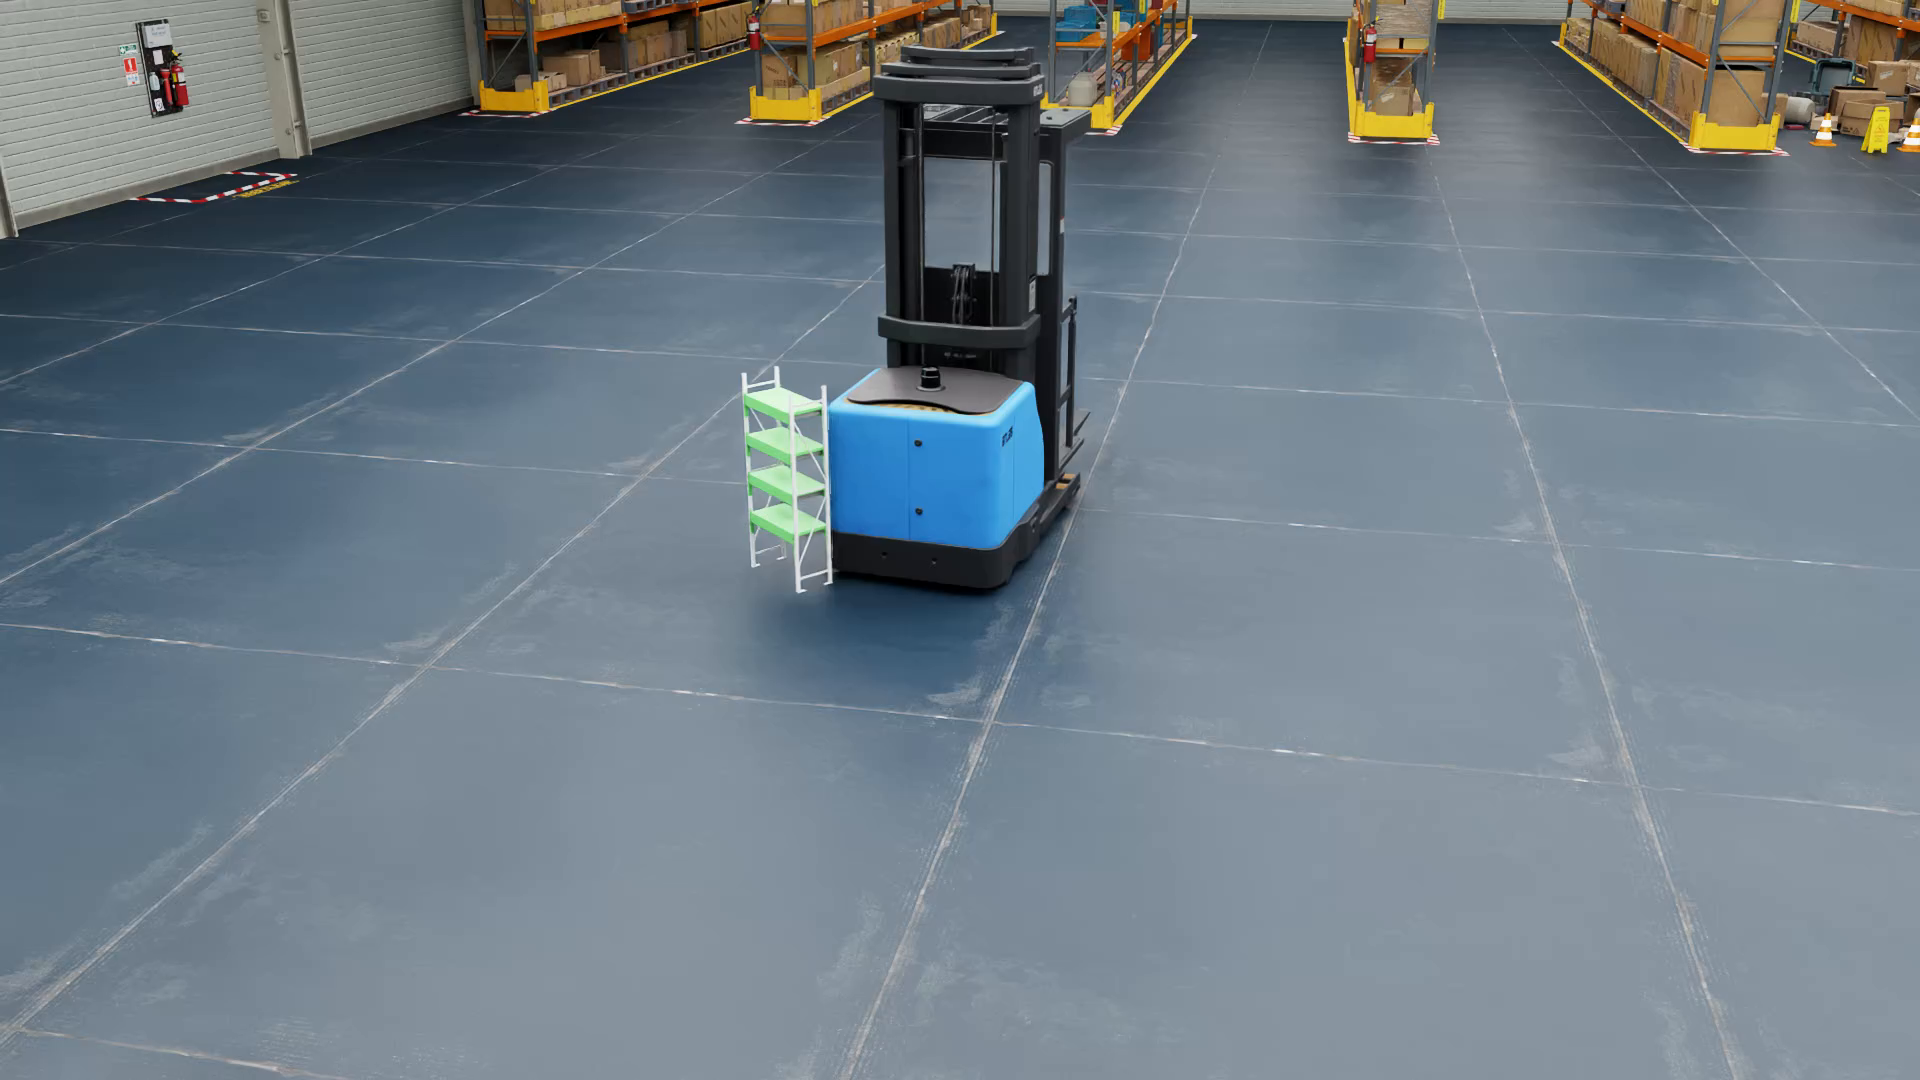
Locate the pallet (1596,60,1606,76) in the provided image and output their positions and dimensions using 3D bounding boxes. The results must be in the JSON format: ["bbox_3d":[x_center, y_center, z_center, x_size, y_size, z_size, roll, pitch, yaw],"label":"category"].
[{"bbox_3d":[13.661,-9.678,34.102,1.003,0.211,1.213,4,22,11],"label":"pallet"}]

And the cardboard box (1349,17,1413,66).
[{"bbox_3d":[8.575,-10.116,33.739,1.225,0.875,0.875,3,22,8],"label":"cardboard box"}]

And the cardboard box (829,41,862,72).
[{"bbox_3d":[-2.094,-8.849,30.425,0.500,0.500,0.500,4,22,11],"label":"cardboard box"}]

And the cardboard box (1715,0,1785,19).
[{"bbox_3d":[11.730,-8.019,24.602,0.875,0.550,0.550,4,22,11],"label":"cardboard box"}]

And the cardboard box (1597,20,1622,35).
[{"bbox_3d":[13.549,-10.642,34.543,0.500,0.250,0.500,5,22,12],"label":"cardboard box"}]

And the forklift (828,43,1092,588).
[{"bbox_3d":[0.167,-1.605,10.415,1.130,2.935,3.031,7,23,16],"label":"forklift"}]

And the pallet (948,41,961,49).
[{"bbox_3d":[-0.596,-11.282,38.084,1.003,0.211,1.213,4,22,11],"label":"pallet"}]

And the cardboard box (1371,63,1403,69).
[{"bbox_3d":[7.477,-8.085,29.198,0.500,0.500,0.500,4,22,9],"label":"cardboard box"}]

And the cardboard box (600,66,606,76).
[{"bbox_3d":[-7.030,-9.018,31.934,0.380,0.166,0.250,2,22,4],"label":"cardboard box"}]

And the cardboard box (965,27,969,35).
[{"bbox_3d":[-0.003,-12.220,39.883,0.380,0.166,0.250,4,22,11],"label":"cardboard box"}]

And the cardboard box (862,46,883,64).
[{"bbox_3d":[-1.772,-9.262,31.703,0.500,0.311,0.500,5,22,11],"label":"cardboard box"}]

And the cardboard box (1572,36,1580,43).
[{"bbox_3d":[14.189,-11.409,37.920,0.380,0.149,0.250,3,22,8],"label":"cardboard box"}]

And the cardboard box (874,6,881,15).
[{"bbox_3d":[-1.719,-10.142,31.857,0.380,0.149,0.250,4,22,11],"label":"cardboard box"}]

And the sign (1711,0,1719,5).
[{"bbox_3d":[11.088,-8.009,24.357,0.100,0.325,0.005,4,22,11],"label":"sign"}]

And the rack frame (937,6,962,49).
[{"bbox_3d":[-0.467,-12.876,38.309,1.000,3.000,0.127,4,22,11],"label":"rack frame"}]

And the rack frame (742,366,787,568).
[{"bbox_3d":[-1.148,-0.421,9.793,0.240,1.200,0.015,-16,27,-35],"label":"rack frame"}]

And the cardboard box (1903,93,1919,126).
[{"bbox_3d":[15.748,-6.991,27.041,0.500,0.500,0.500,-16,27,-35],"label":"cardboard box"}]

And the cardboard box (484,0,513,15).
[{"bbox_3d":[-7.878,-9.339,28.698,0.500,0.500,0.500,4,22,10],"label":"cardboard box"}]

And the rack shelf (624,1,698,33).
[{"bbox_3d":[-6.542,-10.724,33.929,1.077,0.370,4.000,4,22,11],"label":"rack shelf"}]

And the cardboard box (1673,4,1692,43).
[{"bbox_3d":[12.053,-8.321,26.798,0.875,0.550,0.550,4,22,11],"label":"cardboard box"}]

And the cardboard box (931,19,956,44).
[{"bbox_3d":[-0.397,-11.538,37.744,0.500,0.500,0.500,5,22,11],"label":"cardboard box"}]

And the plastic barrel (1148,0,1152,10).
[{"bbox_3d":[3.564,-10.693,32.740,0.421,0.512,0.421,0,22,0],"label":"plastic barrel"}]

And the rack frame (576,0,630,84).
[{"bbox_3d":[-6.950,-10.326,31.978,1.000,3.000,0.127,4,22,11],"label":"rack frame"}]

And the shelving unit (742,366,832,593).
[{"bbox_3d":[-0.998,-0.349,9.615,0.258,1.200,0.503,-16,27,-35],"label":"shelving unit"}]

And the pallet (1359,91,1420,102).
[{"bbox_3d":[7.495,-7.652,29.070,1.003,0.211,1.213,4,22,11],"label":"pallet"}]

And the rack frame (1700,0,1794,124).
[{"bbox_3d":[11.616,-7.315,24.503,1.000,3.000,0.127,4,22,11],"label":"rack frame"}]

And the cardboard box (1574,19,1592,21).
[{"bbox_3d":[14.503,-12.040,38.690,0.380,0.149,0.250,5,22,12],"label":"cardboard box"}]

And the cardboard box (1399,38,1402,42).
[{"bbox_3d":[7.321,-8.158,26.930,0.380,0.149,0.250,4,22,11],"label":"cardboard box"}]

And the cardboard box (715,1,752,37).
[{"bbox_3d":[-5.323,-12.202,38.951,0.750,0.750,0.750,5,22,12],"label":"cardboard box"}]

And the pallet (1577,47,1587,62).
[{"bbox_3d":[14.167,-10.659,36.537,1.003,0.211,1.213,4,22,11],"label":"pallet"}]

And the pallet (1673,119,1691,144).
[{"bbox_3d":[11.703,-6.320,25.764,1.003,0.211,1.213,4,22,11],"label":"pallet"}]

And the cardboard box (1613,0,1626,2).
[{"bbox_3d":[12.899,-10.535,32.271,0.380,0.149,0.250,5,22,12],"label":"cardboard box"}]

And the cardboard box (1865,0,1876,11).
[{"bbox_3d":[18.248,-10.596,32.848,0.500,0.250,0.500,4,22,10],"label":"cardboard box"}]

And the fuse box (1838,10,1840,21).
[{"bbox_3d":[22.902,-14.079,43.022,0.539,1.711,0.414,4,22,11],"label":"fuse box"}]

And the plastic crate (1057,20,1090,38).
[{"bbox_3d":[1.880,-8.482,27.598,0.499,0.251,0.408,4,22,11],"label":"plastic crate"}]

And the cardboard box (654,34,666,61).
[{"bbox_3d":[-6.522,-10.203,34.429,0.700,0.500,0.500,4,22,11],"label":"cardboard box"}]

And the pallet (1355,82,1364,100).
[{"bbox_3d":[7.755,-8.185,30.394,1.003,0.211,1.213,4,22,11],"label":"pallet"}]

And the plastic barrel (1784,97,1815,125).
[{"bbox_3d":[13.703,-7.051,27.296,0.421,0.421,0.512,-16,27,-35],"label":"plastic barrel"}]

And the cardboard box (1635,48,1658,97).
[{"bbox_3d":[12.471,-8.163,29.057,1.050,0.750,0.750,4,22,11],"label":"cardboard box"}]

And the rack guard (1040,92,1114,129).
[{"bbox_3d":[1.902,-6.980,27.016,1.175,0.500,0.348,4,22,11],"label":"rack guard"}]

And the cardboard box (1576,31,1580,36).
[{"bbox_3d":[14.329,-11.623,38.055,0.380,0.149,0.250,3,22,8],"label":"cardboard box"}]

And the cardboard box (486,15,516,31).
[{"bbox_3d":[-7.861,-8.989,28.831,0.500,0.250,0.500,5,22,12],"label":"cardboard box"}]

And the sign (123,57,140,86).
[{"bbox_3d":[-10.450,-5.912,20.971,0.001,0.329,0.234,4,22,11],"label":"sign"}]

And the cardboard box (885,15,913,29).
[{"bbox_3d":[-1.315,-11.186,35.867,0.500,0.250,0.500,5,23,13],"label":"cardboard box"}]

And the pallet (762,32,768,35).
[{"bbox_3d":[-5.086,-12.231,40.439,1.003,0.211,1.213,4,22,11],"label":"pallet"}]

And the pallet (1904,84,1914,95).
[{"bbox_3d":[17.954,-8.322,30.734,1.003,0.211,1.213,4,22,11],"label":"pallet"}]

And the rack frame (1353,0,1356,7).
[{"bbox_3d":[10.046,-13.582,40.062,1.000,3.000,0.127,4,22,11],"label":"rack frame"}]

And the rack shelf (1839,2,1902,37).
[{"bbox_3d":[18.523,-10.299,32.873,1.077,0.370,4.000,4,22,11],"label":"rack shelf"}]

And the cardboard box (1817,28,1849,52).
[{"bbox_3d":[19.347,-10.919,36.317,0.875,0.438,0.875,4,22,9],"label":"cardboard box"}]

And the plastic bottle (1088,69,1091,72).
[{"bbox_3d":[2.319,-8.272,29.834,0.144,0.351,0.185,4,22,11],"label":"plastic bottle"}]

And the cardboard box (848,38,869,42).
[{"bbox_3d":[-1.988,-9.856,33.178,0.500,0.311,0.500,4,22,10],"label":"cardboard box"}]

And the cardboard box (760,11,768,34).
[{"bbox_3d":[-5.065,-12.553,40.291,0.700,0.500,0.500,5,22,12],"label":"cardboard box"}]

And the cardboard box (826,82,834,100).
[{"bbox_3d":[-2.490,-7.769,28.746,0.500,0.250,0.500,4,22,11],"label":"cardboard box"}]

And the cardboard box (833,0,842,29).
[{"bbox_3d":[-2.495,-9.270,29.221,0.700,0.500,0.500,5,23,13],"label":"cardboard box"}]
